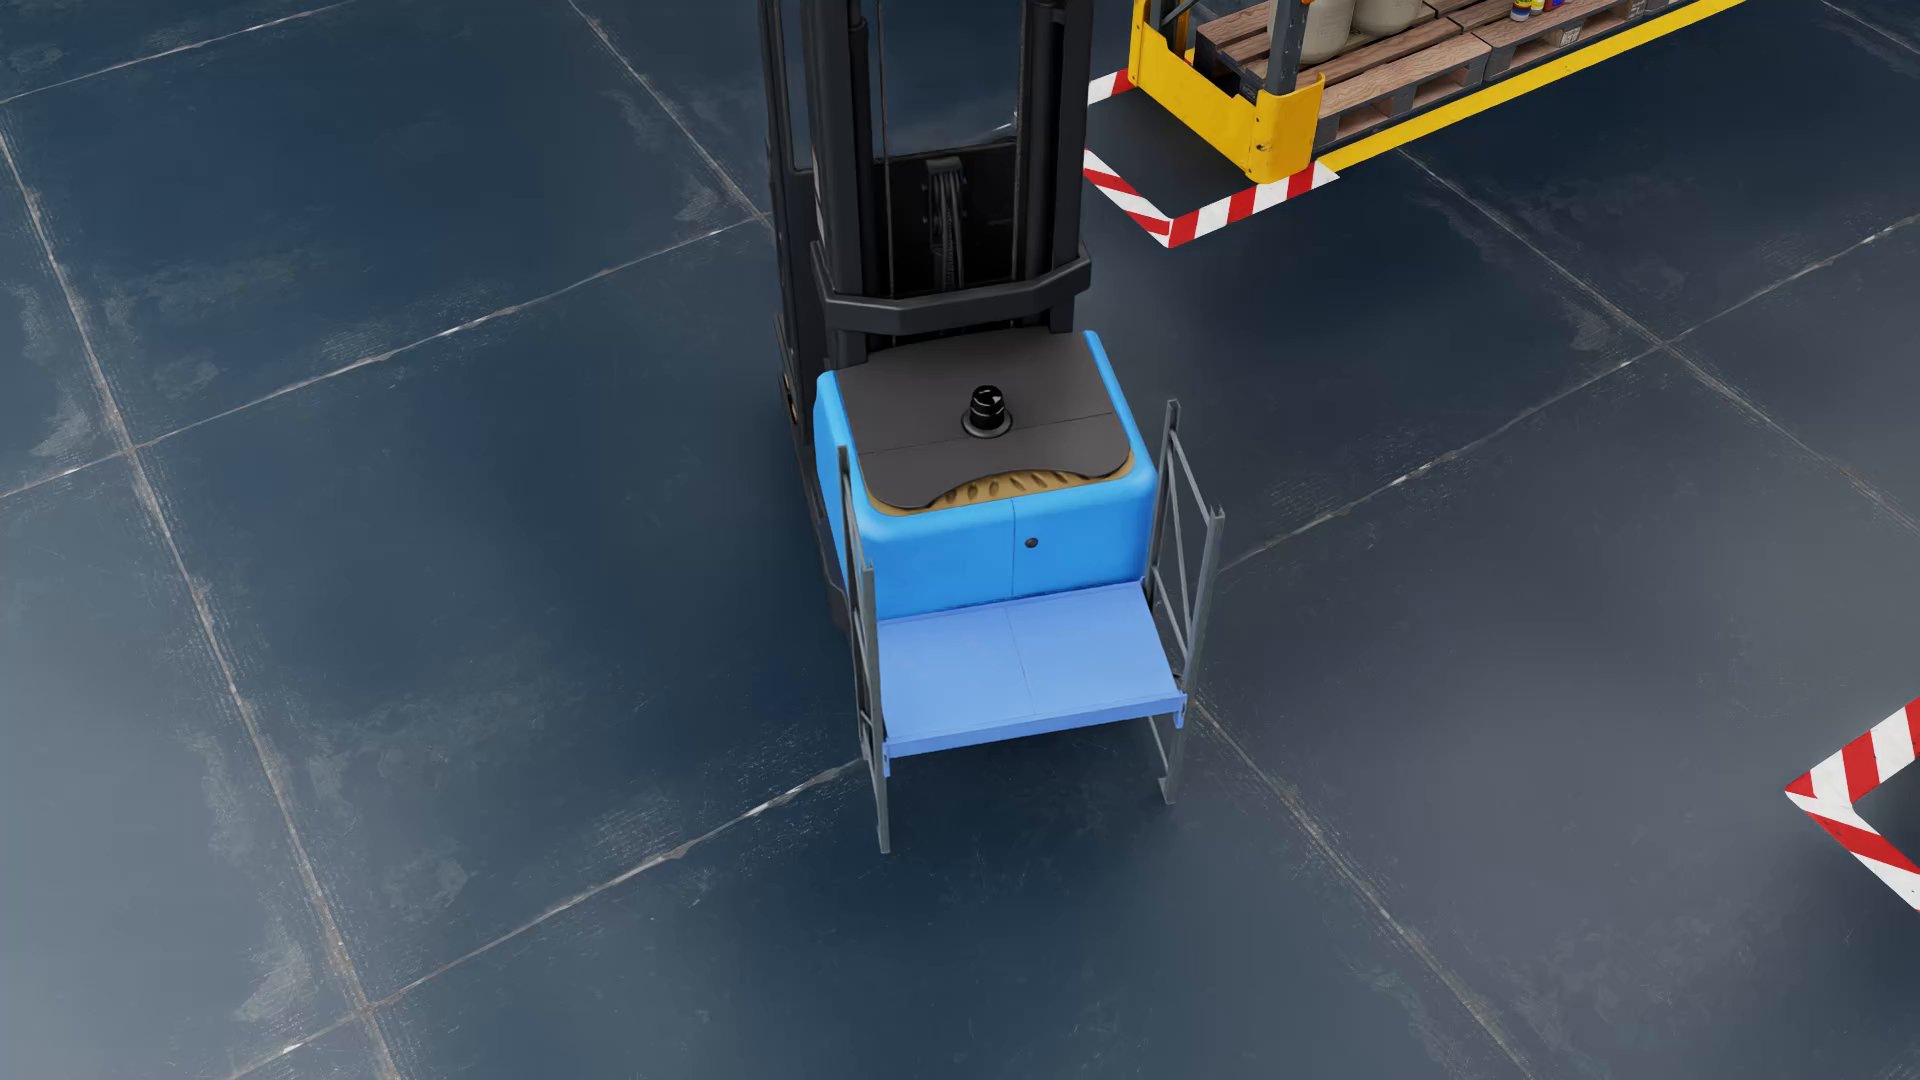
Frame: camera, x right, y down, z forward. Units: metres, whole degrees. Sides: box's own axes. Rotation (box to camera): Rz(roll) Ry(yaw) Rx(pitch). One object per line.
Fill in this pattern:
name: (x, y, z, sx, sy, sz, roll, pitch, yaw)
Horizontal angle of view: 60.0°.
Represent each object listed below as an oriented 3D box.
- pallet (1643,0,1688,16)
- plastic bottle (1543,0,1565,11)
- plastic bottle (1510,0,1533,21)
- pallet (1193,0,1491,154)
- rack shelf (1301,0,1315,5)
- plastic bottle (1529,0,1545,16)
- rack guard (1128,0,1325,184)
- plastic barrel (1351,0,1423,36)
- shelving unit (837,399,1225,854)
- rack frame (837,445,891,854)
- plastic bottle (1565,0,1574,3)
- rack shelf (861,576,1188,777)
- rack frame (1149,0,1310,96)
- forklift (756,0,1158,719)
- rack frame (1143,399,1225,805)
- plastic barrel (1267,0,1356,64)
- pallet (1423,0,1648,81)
pallet: (4.083, -3.550, 9.716, 1.213, 0.211, 1.003, -25, 53, -21)
plastic bottle: (3.191, -2.973, 8.858, 0.133, 0.283, 0.061, -24, 53, -20)
plastic bottle: (2.990, -2.890, 8.793, 0.097, 0.271, 0.097, 0, 48, 0)
pallet: (2.019, -2.578, 8.850, 1.213, 0.211, 1.003, -25, 53, -21)
rack shelf: (2.981, -3.683, 8.448, 4.000, 0.370, 1.077, -25, 53, -21)
plastic bottle: (3.077, -2.908, 8.856, 0.097, 0.201, 0.097, 0, 48, 0)
rack guard: (1.329, -2.354, 8.457, 0.348, 0.500, 1.175, -25, 53, -21)
plastic barrel: (2.230, -2.948, 8.697, 0.421, 0.512, 0.421, 0, 48, 0)
shelving unit: (0.196, 0.326, 5.400, 1.048, 1.500, 0.538, -8, 49, -7)
rack frame: (-0.303, 0.400, 5.334, 0.032, 1.500, 0.500, -8, 49, -7)
plastic bottle: (3.279, -3.026, 8.914, 0.097, 0.271, 0.097, 0, 48, 0)
rack shelf: (0.196, 0.445, 5.535, 1.000, 0.185, 0.538, -8, 49, -7)
rack frame: (1.290, -3.125, 7.470, 0.127, 3.000, 1.000, -25, 53, -21)
forklift: (-0.163, -1.449, 6.023, 1.130, 2.935, 3.031, -10, 49, -9)
rack frame: (0.695, 0.252, 5.466, 0.032, 1.500, 0.500, -8, 49, -7)
plastic barrel: (1.806, -2.748, 8.519, 0.421, 0.512, 0.421, 0, 48, 0)
pallet: (3.050, -3.061, 9.280, 1.213, 0.211, 1.003, -25, 53, -21)
